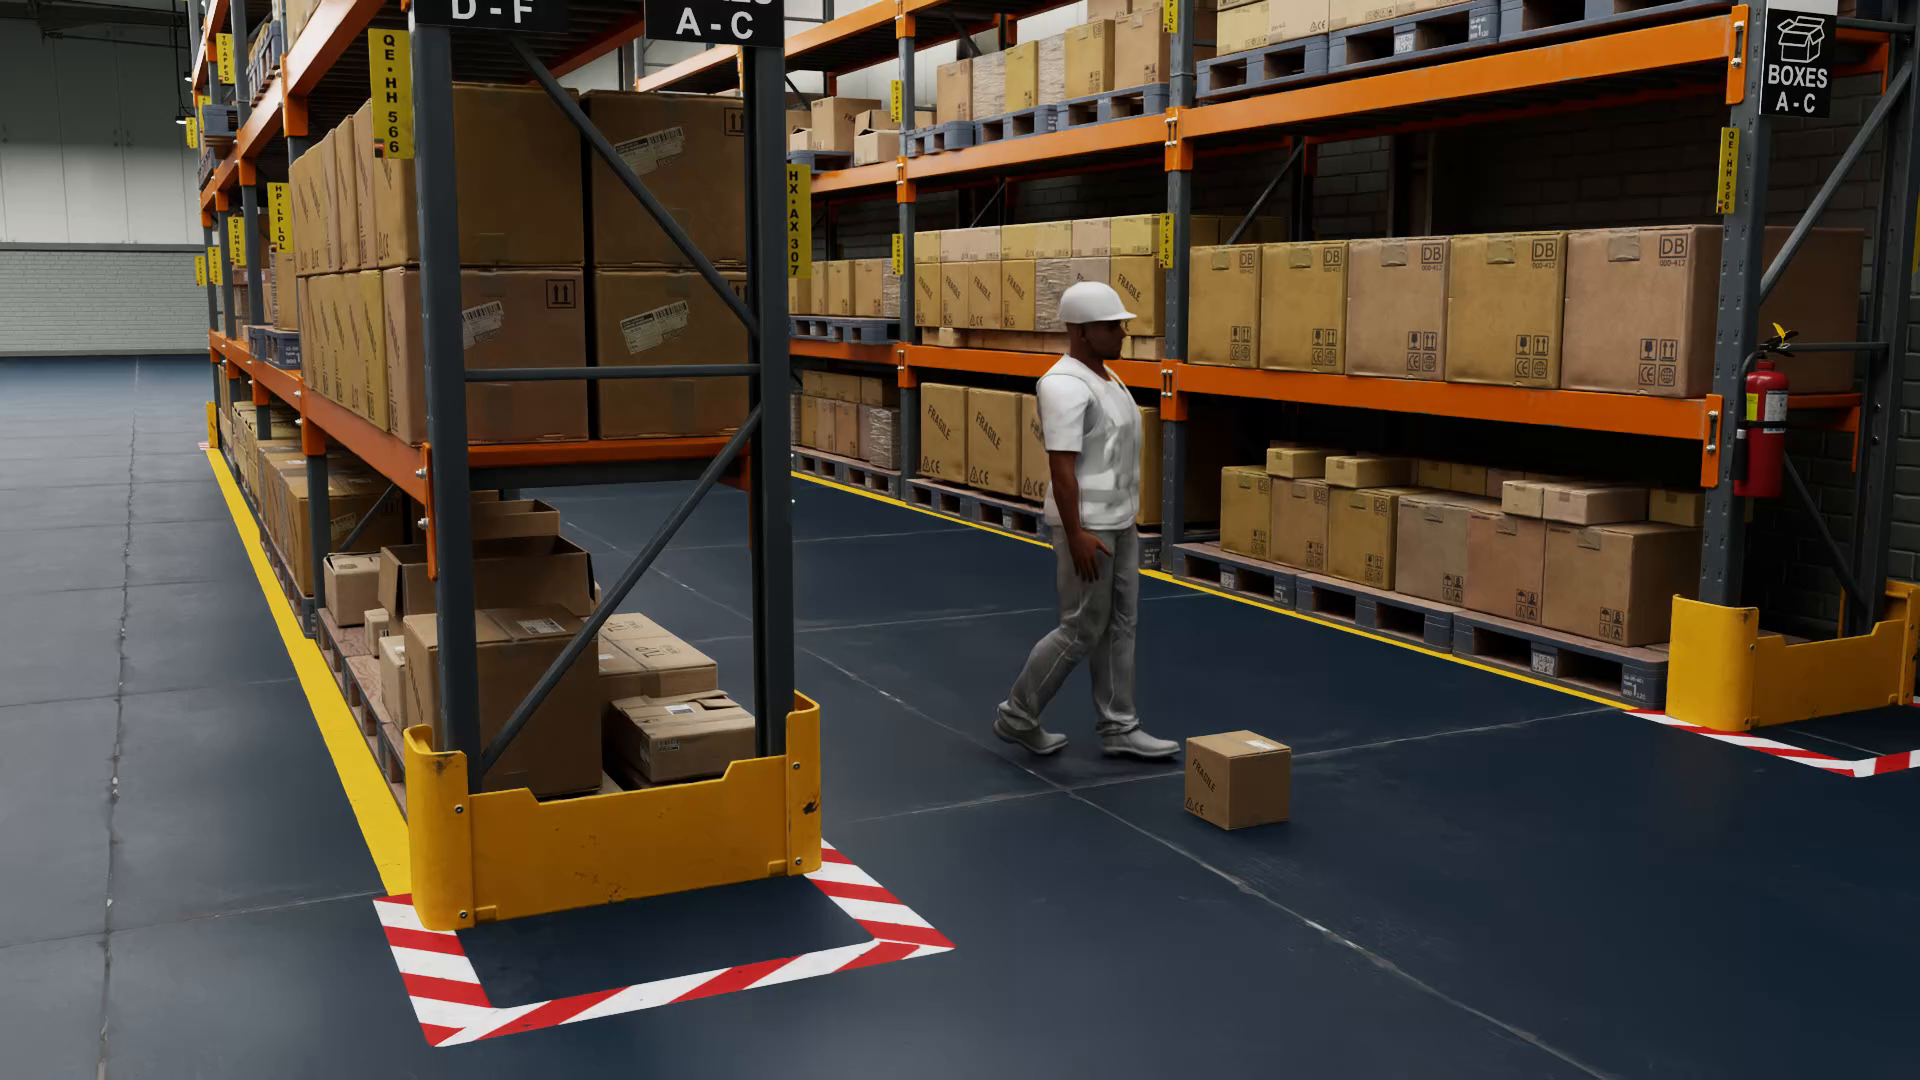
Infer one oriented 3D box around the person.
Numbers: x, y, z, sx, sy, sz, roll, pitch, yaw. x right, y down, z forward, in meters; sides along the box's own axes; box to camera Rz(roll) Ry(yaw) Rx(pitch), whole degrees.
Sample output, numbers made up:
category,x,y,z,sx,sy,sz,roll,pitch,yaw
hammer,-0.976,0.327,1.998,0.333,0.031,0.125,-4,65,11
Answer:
category,x,y,z,sx,sy,sz,roll,pitch,yaw
person,0.487,-0.060,6.139,0.679,1.765,0.598,4,9,22
